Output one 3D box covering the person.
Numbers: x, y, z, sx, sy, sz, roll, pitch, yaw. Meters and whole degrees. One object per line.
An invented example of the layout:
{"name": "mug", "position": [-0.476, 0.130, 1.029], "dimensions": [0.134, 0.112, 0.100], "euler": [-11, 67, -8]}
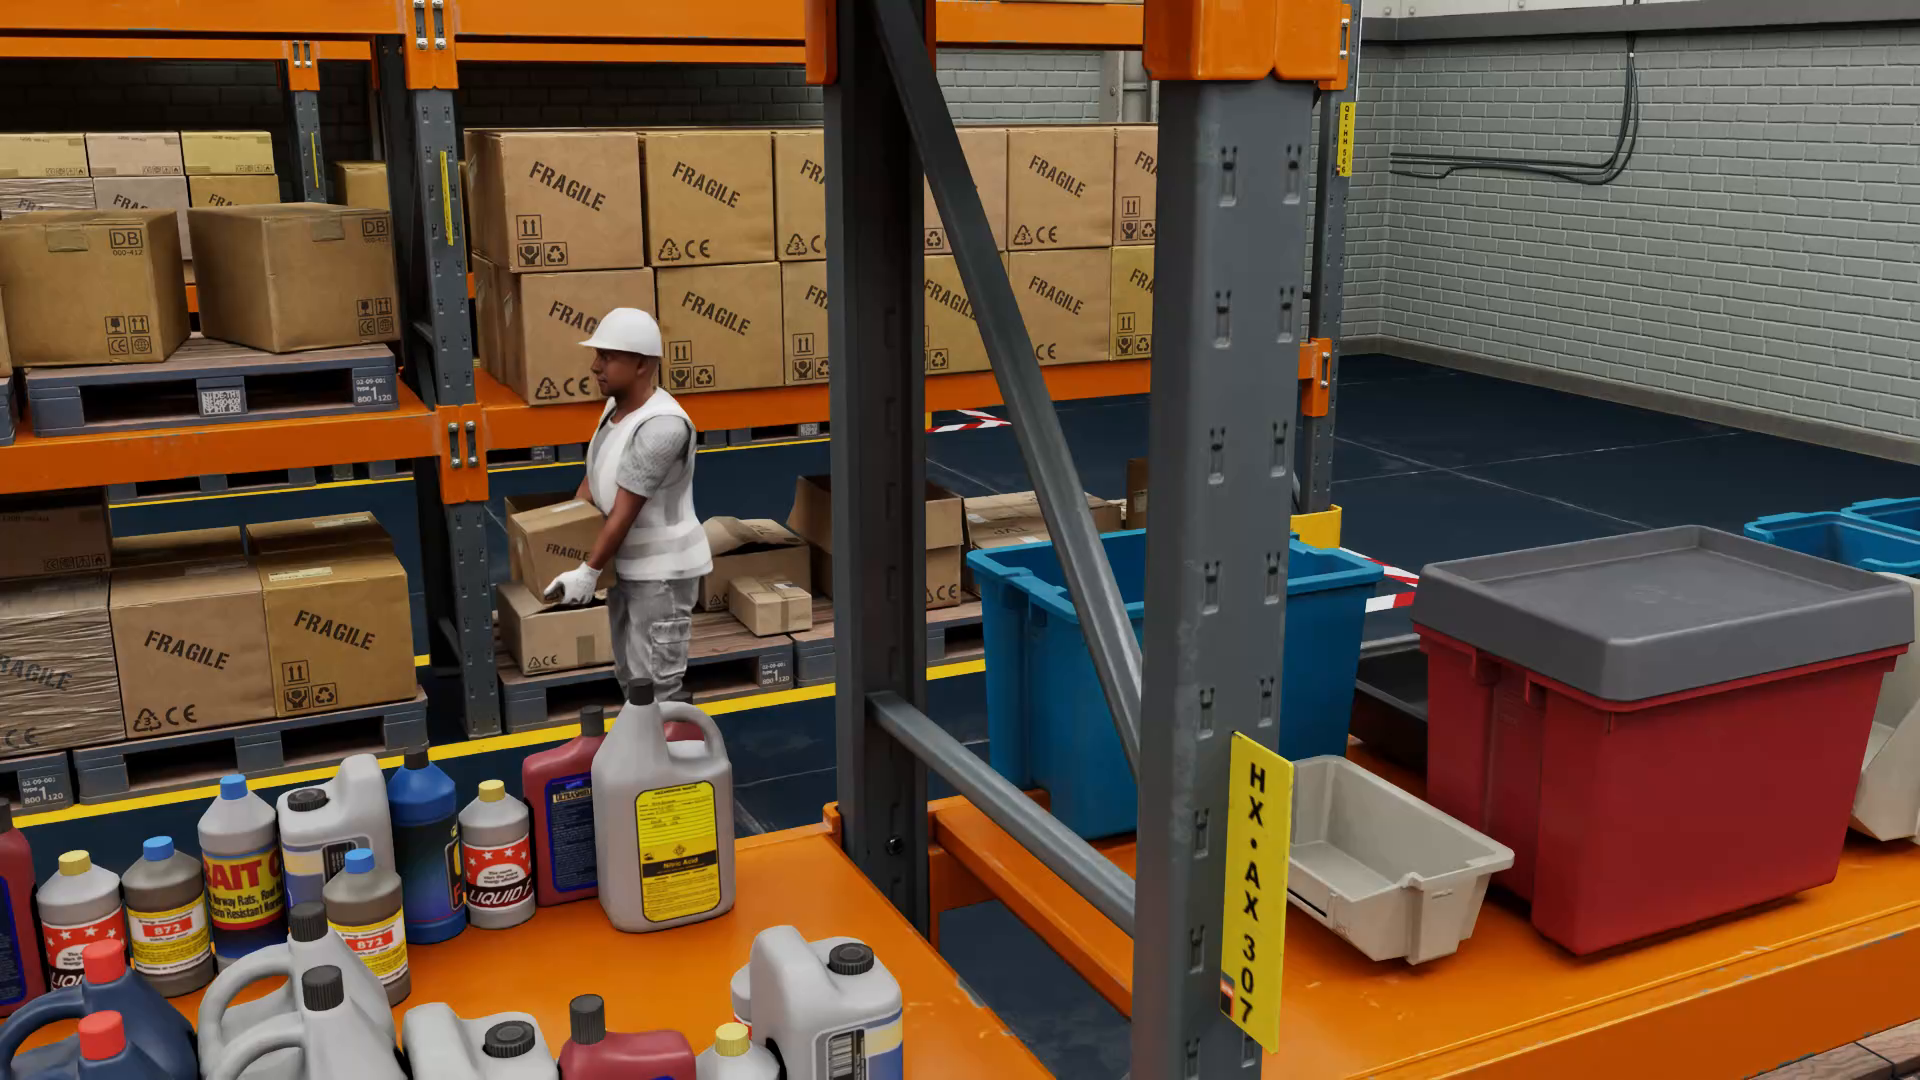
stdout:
{"name": "person", "position": [-1.120, 0.125, 5.521], "dimensions": [0.577, 1.779, 0.492], "euler": [-8, 17, -26]}
